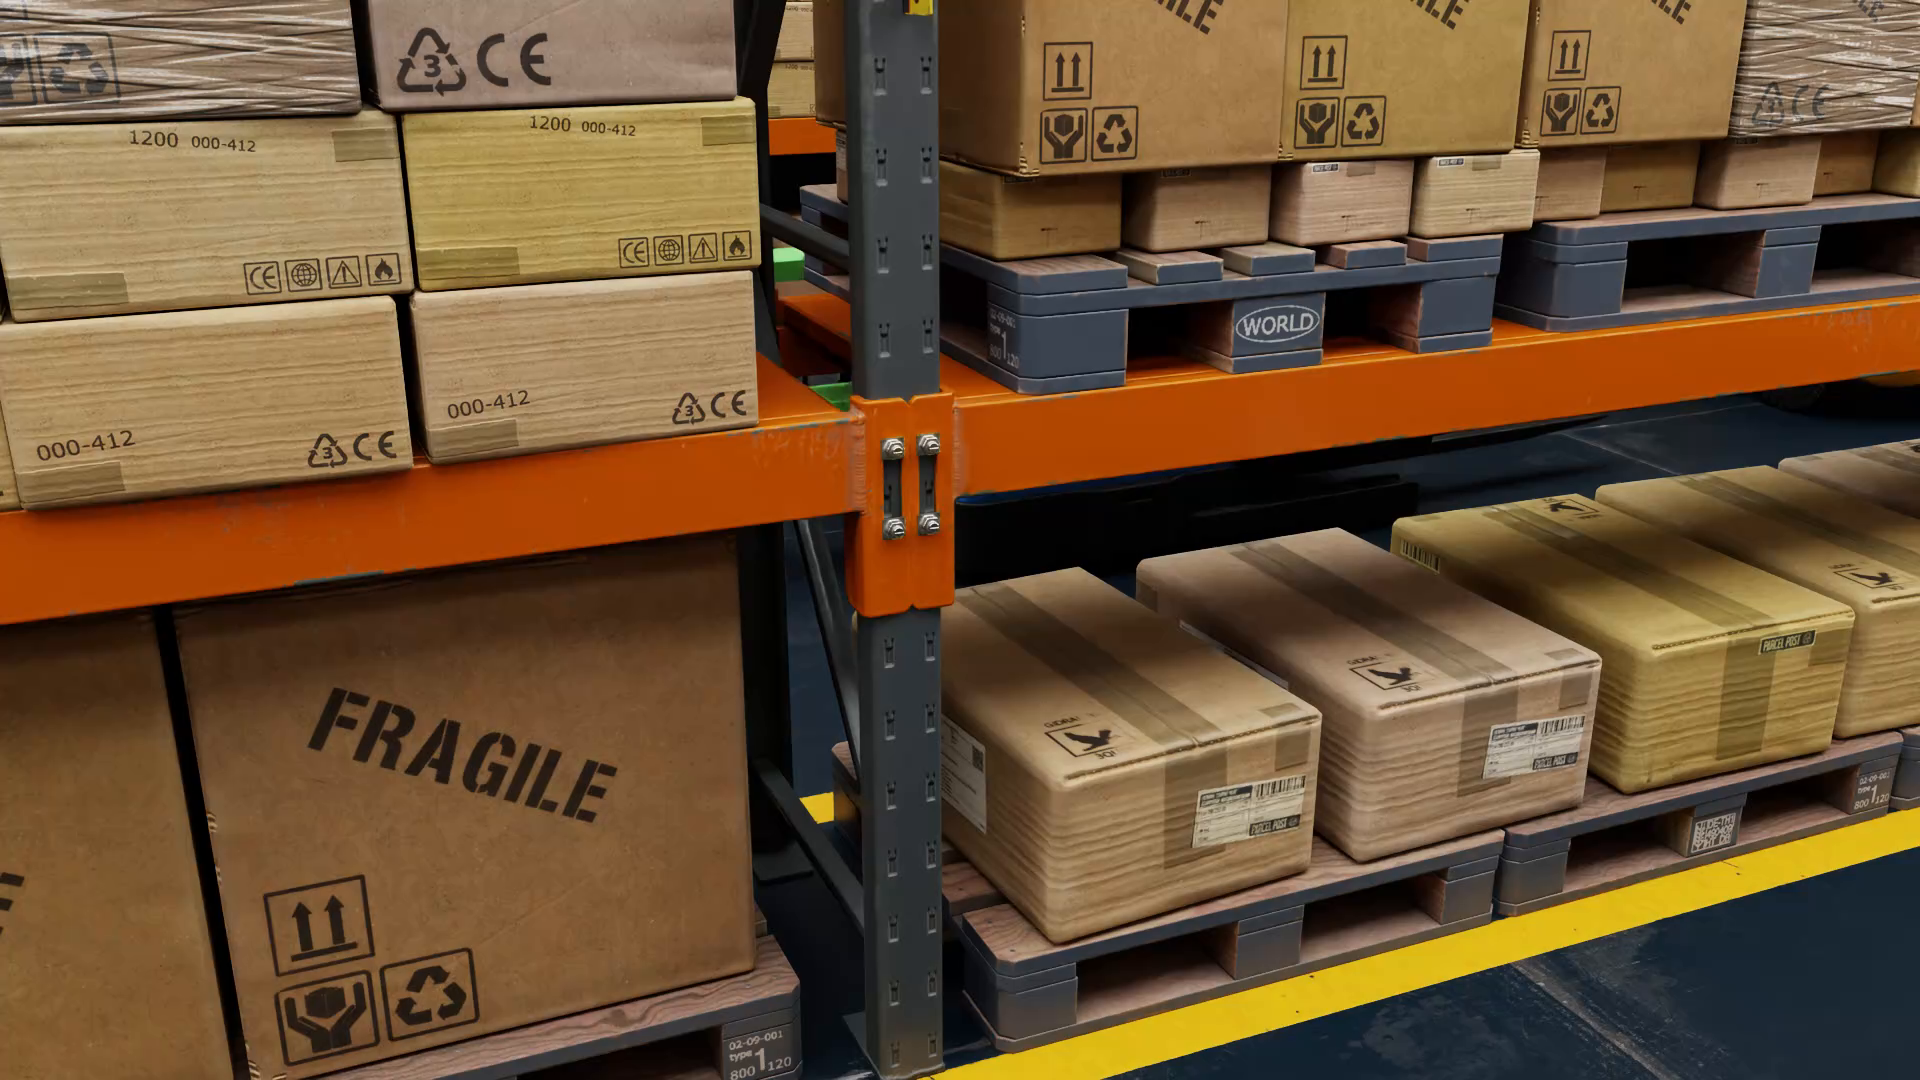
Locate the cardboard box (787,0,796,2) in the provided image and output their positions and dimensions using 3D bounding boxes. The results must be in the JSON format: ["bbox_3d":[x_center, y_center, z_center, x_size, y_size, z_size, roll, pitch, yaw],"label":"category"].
[{"bbox_3d":[-0.920,-2.526,7.551,0.250,0.149,0.380,-8,21,-21],"label":"cardboard box"}]

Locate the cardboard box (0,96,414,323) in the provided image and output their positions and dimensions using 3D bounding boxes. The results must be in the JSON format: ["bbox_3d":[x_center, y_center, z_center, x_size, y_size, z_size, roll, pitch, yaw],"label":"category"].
[{"bbox_3d":[-1.098,-0.505,2.413,0.500,0.250,0.500,-9,21,-23],"label":"cardboard box"}]

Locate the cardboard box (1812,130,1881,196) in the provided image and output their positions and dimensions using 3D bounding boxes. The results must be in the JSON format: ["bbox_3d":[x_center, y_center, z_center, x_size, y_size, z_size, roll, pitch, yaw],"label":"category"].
[{"bbox_3d":[1.800,-0.870,3.724,0.250,0.149,0.380,-9,21,-24],"label":"cardboard box"}]

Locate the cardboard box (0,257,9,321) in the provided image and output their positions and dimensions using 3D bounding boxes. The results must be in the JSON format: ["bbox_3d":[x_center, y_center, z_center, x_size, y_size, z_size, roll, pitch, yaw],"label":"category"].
[{"bbox_3d":[-1.560,-0.431,2.204,0.500,0.250,0.500,-9,21,-23],"label":"cardboard box"}]

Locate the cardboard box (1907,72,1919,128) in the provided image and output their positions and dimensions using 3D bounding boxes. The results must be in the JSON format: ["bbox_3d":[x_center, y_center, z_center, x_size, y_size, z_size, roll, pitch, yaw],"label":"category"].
[{"bbox_3d":[2.124,-1.199,3.680,0.500,0.500,0.500,-7,21,-20],"label":"cardboard box"}]

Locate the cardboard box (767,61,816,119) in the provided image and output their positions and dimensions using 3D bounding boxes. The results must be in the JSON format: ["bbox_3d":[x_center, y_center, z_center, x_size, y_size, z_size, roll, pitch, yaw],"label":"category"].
[{"bbox_3d":[-0.816,-2.111,7.726,0.500,0.250,0.500,-9,21,-24],"label":"cardboard box"}]

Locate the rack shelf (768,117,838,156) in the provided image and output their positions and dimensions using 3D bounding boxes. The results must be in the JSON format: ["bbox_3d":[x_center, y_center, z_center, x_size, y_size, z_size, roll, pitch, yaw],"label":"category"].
[{"bbox_3d":[-0.417,-1.987,8.231,4.000,0.370,1.077,-8,21,-22],"label":"rack shelf"}]

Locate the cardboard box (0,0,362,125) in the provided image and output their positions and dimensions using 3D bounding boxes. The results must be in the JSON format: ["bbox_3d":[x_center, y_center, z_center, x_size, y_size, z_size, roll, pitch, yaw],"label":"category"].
[{"bbox_3d":[-1.123,-0.851,2.266,0.500,0.500,0.500,-8,21,-21],"label":"cardboard box"}]

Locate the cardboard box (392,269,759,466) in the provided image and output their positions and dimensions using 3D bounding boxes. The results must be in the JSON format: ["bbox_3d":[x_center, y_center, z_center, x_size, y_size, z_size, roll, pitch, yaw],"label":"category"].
[{"bbox_3d":[-0.646,-0.333,2.678,0.500,0.250,0.500,-9,21,-24],"label":"cardboard box"}]

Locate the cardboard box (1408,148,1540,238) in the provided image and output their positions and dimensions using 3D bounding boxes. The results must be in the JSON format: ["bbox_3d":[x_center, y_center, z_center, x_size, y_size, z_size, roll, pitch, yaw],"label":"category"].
[{"bbox_3d":[0.891,-0.694,3.223,0.250,0.149,0.380,-8,21,-22],"label":"cardboard box"}]

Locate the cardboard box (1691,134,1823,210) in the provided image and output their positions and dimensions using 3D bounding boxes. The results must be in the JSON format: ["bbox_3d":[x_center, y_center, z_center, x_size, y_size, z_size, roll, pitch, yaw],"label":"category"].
[{"bbox_3d":[1.591,-0.813,3.561,0.250,0.149,0.380,-7,21,-20],"label":"cardboard box"}]

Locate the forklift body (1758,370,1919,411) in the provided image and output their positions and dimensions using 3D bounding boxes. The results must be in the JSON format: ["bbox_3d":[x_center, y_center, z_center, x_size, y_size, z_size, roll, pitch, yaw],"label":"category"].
[{"bbox_3d":[4.073,-1.909,8.206,1.214,2.155,2.313,-8,21,-22],"label":"forklift body"}]

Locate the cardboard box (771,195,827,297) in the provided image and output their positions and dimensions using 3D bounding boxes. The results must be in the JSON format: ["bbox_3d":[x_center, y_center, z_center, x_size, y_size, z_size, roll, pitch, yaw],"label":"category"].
[{"bbox_3d":[-1.079,-1.307,8.161,0.625,0.625,0.875,-7,21,-20],"label":"cardboard box"}]

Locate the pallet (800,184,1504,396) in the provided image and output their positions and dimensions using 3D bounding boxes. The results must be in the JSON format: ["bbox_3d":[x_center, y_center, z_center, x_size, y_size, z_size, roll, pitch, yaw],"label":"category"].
[{"bbox_3d":[0.328,-0.585,3.457,1.003,0.211,1.213,-8,21,-22],"label":"pallet"}]

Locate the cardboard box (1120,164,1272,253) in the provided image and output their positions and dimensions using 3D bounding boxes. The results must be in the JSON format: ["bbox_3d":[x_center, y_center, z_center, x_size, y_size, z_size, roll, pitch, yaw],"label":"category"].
[{"bbox_3d":[0.361,-0.642,3.076,0.250,0.149,0.380,-10,22,-25],"label":"cardboard box"}]

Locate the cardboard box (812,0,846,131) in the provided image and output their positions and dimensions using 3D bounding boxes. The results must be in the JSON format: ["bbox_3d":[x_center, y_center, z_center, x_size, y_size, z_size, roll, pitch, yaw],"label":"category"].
[{"bbox_3d":[0.023,-1.080,3.342,0.500,0.500,0.500,-9,21,-23],"label":"cardboard box"}]

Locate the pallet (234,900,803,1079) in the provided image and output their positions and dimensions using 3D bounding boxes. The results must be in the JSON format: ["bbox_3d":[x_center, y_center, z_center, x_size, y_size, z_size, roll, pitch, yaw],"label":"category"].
[{"bbox_3d":[-1.038,0.846,3.301,1.213,0.211,1.003,-8,21,-22],"label":"pallet"}]

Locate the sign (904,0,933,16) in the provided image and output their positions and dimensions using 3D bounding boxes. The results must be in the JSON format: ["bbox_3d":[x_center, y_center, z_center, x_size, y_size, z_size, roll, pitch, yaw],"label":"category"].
[{"bbox_3d":[-0.061,-0.927,2.395,0.005,0.325,0.100,-8,21,-22],"label":"sign"}]

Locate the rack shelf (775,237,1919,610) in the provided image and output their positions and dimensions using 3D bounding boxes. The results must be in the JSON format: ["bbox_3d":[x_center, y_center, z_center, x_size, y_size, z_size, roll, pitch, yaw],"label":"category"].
[{"bbox_3d":[1.552,-0.473,3.933,4.000,0.370,1.077,-8,21,-22],"label":"rack shelf"}]

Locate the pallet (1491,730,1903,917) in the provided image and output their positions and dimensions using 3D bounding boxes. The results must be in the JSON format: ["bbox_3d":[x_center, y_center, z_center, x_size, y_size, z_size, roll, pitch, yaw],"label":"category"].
[{"bbox_3d":[1.552,0.504,4.273,1.213,0.211,1.003,-8,21,-22],"label":"pallet"}]

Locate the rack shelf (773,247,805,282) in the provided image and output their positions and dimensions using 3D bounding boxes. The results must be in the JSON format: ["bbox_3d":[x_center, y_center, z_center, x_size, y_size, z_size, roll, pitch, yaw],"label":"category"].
[{"bbox_3d":[-0.457,-0.886,5.478,0.480,0.148,0.258,-9,21,-24],"label":"rack shelf"}]

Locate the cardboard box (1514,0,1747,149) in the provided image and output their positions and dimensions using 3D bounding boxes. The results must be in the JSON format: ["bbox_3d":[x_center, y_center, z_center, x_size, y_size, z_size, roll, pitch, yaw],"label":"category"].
[{"bbox_3d":[1.181,-1.066,3.304,0.500,0.500,0.500,-8,21,-21],"label":"cardboard box"}]

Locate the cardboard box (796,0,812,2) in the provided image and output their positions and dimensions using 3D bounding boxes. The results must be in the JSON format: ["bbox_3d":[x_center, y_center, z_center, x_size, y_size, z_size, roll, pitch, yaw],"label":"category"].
[{"bbox_3d":[-0.664,-2.541,7.595,0.250,0.149,0.380,-8,21,-21],"label":"cardboard box"}]

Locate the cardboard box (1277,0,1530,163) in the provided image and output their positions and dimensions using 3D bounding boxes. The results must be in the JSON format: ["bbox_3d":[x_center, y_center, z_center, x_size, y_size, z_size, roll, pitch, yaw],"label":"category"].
[{"bbox_3d":[0.696,-0.995,3.100,0.500,0.500,0.500,-7,21,-19],"label":"cardboard box"}]

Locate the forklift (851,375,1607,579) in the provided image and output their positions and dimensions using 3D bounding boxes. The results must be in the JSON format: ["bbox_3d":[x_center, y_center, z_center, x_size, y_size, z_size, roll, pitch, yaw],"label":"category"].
[{"bbox_3d":[1.141,-1.565,6.054,3.031,2.935,1.130,-9,21,-24],"label":"forklift"}]

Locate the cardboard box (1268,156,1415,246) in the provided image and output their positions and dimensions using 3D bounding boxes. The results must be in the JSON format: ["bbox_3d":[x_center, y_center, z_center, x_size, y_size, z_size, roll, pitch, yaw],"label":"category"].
[{"bbox_3d":[0.630,-0.664,3.138,0.250,0.149,0.380,-10,22,-25],"label":"cardboard box"}]

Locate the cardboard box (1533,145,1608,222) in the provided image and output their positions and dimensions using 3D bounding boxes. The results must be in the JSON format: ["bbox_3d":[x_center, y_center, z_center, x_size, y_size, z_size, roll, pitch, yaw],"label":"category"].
[{"bbox_3d":[1.081,-0.750,3.380,0.250,0.149,0.380,-7,21,-19],"label":"cardboard box"}]

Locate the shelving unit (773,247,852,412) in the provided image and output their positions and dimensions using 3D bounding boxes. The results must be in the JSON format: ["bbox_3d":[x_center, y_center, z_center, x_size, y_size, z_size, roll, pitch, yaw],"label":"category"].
[{"bbox_3d":[-0.457,-0.493,5.616,0.503,1.200,0.258,-9,21,-24],"label":"shelving unit"}]

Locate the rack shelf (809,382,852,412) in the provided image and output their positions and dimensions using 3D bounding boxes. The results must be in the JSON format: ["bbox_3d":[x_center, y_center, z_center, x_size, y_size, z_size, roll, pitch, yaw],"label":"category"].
[{"bbox_3d":[-0.457,-0.433,5.637,0.480,0.148,0.258,-9,21,-24],"label":"rack shelf"}]

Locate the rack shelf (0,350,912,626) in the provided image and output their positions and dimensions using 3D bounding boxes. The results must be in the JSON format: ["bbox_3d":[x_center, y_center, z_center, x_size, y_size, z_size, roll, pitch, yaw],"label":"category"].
[{"bbox_3d":[-2.121,0.053,2.439,4.000,0.370,1.077,-8,21,-22],"label":"rack shelf"}]

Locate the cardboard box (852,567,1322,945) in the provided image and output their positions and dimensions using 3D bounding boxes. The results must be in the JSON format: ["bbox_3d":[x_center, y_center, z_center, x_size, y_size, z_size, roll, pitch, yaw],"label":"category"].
[{"bbox_3d":[0.238,0.420,3.636,0.625,0.372,0.950,-10,22,-26],"label":"cardboard box"}]

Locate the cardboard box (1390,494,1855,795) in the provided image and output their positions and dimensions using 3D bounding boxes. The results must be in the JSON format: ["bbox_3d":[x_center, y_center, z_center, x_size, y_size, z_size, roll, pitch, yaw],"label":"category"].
[{"bbox_3d":[1.611,0.223,4.197,0.625,0.372,0.950,-7,21,-20],"label":"cardboard box"}]

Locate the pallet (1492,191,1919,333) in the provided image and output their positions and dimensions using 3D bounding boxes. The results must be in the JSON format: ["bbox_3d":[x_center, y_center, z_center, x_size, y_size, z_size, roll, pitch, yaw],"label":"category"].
[{"bbox_3d":[1.517,-0.732,3.874,1.213,0.211,1.003,-8,21,-22],"label":"pallet"}]

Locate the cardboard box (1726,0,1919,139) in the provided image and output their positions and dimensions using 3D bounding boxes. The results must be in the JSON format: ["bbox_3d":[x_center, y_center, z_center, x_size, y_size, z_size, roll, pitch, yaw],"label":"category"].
[{"bbox_3d":[1.643,-1.130,3.484,0.500,0.500,0.500,-9,21,-24],"label":"cardboard box"}]

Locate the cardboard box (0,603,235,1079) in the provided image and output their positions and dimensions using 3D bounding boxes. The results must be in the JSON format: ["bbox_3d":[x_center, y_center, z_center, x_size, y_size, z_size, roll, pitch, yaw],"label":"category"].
[{"bbox_3d":[-1.772,0.436,2.834,0.875,0.875,0.875,-8,21,-21],"label":"cardboard box"}]

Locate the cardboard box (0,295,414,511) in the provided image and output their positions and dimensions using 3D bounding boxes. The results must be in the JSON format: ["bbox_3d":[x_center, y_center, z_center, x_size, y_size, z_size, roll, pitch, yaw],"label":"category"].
[{"bbox_3d":[-1.109,-0.261,2.473,0.500,0.250,0.500,-8,21,-21],"label":"cardboard box"}]

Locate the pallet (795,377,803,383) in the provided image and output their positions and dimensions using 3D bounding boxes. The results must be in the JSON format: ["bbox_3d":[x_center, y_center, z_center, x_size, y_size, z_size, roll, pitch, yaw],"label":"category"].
[{"bbox_3d":[-1.483,-0.844,8.101,1.213,0.211,1.003,-8,21,-22],"label":"pallet"}]

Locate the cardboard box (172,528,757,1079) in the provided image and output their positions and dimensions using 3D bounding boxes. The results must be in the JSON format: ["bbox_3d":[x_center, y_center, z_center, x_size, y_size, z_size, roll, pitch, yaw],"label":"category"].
[{"bbox_3d":[-0.951,0.320,3.164,0.875,0.875,0.875,-8,21,-22],"label":"cardboard box"}]

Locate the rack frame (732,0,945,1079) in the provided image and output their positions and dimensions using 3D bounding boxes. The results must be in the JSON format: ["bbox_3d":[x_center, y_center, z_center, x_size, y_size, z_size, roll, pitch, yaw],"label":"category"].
[{"bbox_3d":[-0.284,-0.550,3.067,0.127,3.000,1.000,-8,21,-22],"label":"rack frame"}]

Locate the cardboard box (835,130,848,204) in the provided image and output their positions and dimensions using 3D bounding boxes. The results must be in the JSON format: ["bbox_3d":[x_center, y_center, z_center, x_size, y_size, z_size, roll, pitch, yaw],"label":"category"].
[{"bbox_3d":[-0.077,-0.744,3.365,0.250,0.149,0.380,-7,21,-20],"label":"cardboard box"}]

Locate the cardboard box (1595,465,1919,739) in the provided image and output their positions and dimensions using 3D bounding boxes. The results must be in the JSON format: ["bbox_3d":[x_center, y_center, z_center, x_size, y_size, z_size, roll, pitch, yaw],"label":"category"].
[{"bbox_3d":[2.249,0.131,4.458,0.625,0.372,0.950,-7,21,-19],"label":"cardboard box"}]

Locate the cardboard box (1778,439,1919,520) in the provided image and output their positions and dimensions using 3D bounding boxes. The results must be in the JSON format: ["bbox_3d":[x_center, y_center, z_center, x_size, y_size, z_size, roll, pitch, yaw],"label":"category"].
[{"bbox_3d":[2.908,0.035,4.730,0.625,0.372,0.950,-8,21,-21],"label":"cardboard box"}]

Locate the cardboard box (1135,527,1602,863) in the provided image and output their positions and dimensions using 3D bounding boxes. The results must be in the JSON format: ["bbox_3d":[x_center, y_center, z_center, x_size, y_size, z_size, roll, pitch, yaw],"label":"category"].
[{"bbox_3d":[0.913,0.321,3.919,0.625,0.372,0.950,-9,21,-23],"label":"cardboard box"}]

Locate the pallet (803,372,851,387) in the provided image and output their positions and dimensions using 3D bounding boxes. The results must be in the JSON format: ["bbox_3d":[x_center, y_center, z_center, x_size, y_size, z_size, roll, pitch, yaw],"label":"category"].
[{"bbox_3d":[-0.364,-1.003,8.553,1.213,0.211,1.003,-8,21,-22],"label":"pallet"}]

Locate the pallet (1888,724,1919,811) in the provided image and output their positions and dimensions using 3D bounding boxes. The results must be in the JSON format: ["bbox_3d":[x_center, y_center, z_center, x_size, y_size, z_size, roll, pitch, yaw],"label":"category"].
[{"bbox_3d":[2.674,0.342,4.732,1.213,0.211,1.003,-8,21,-22],"label":"pallet"}]

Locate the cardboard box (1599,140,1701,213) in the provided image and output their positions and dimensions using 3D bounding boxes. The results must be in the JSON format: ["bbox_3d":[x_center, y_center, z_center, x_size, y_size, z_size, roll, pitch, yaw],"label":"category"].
[{"bbox_3d":[1.325,-0.799,3.520,0.250,0.149,0.380,-7,21,-20],"label":"cardboard box"}]

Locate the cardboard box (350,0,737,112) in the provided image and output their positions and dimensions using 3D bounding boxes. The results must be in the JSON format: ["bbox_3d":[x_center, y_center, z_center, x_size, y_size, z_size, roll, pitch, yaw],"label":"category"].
[{"bbox_3d":[-0.655,-0.921,2.464,0.500,0.500,0.500,-9,21,-23],"label":"cardboard box"}]

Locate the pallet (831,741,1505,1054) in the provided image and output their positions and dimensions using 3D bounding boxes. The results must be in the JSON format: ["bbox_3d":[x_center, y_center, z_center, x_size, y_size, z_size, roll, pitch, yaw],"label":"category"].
[{"bbox_3d":[0.434,0.663,3.821,1.213,0.211,1.003,-8,21,-22],"label":"pallet"}]

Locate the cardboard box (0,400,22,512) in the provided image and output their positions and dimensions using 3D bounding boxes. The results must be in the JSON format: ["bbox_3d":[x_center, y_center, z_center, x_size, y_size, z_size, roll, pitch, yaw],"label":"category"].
[{"bbox_3d":[-1.577,-0.200,2.299,0.500,0.250,0.500,-8,21,-22],"label":"cardboard box"}]

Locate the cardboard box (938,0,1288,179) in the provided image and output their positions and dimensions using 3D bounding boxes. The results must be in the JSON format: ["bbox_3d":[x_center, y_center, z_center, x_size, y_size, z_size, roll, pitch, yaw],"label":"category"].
[{"bbox_3d":[0.221,-0.924,2.899,0.500,0.500,0.500,-9,21,-23],"label":"cardboard box"}]

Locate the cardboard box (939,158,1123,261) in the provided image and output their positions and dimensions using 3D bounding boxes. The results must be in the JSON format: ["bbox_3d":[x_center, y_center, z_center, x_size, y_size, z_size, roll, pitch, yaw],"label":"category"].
[{"bbox_3d":[0.088,-0.615,2.999,0.250,0.149,0.380,-9,22,-25],"label":"cardboard box"}]

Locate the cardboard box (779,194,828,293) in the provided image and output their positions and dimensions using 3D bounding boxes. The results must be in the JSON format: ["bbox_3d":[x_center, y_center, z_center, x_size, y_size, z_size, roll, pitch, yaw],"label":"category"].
[{"bbox_3d":[-0.461,-1.396,8.413,0.625,0.625,0.875,-9,21,-24],"label":"cardboard box"}]

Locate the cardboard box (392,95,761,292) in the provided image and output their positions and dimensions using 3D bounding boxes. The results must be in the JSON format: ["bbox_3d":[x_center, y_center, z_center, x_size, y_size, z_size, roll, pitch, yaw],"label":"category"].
[{"bbox_3d":[-0.628,-0.574,2.608,0.500,0.250,0.500,-8,21,-22],"label":"cardboard box"}]

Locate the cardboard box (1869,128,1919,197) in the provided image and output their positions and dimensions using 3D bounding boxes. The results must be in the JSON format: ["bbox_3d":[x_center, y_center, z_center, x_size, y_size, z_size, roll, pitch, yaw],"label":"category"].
[{"bbox_3d":[2.083,-0.874,3.733,0.250,0.149,0.380,-8,21,-22],"label":"cardboard box"}]

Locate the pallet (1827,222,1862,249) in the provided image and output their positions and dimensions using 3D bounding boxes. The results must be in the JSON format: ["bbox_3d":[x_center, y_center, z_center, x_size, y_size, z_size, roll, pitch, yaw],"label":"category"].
[{"bbox_3d":[2.629,-0.929,4.434,1.213,0.211,1.003,-8,21,-22],"label":"pallet"}]

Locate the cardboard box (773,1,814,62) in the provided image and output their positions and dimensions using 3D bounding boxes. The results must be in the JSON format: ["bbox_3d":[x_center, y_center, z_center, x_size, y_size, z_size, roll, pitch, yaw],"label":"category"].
[{"bbox_3d":[-0.802,-2.341,7.626,0.500,0.250,0.500,-9,21,-23],"label":"cardboard box"}]
